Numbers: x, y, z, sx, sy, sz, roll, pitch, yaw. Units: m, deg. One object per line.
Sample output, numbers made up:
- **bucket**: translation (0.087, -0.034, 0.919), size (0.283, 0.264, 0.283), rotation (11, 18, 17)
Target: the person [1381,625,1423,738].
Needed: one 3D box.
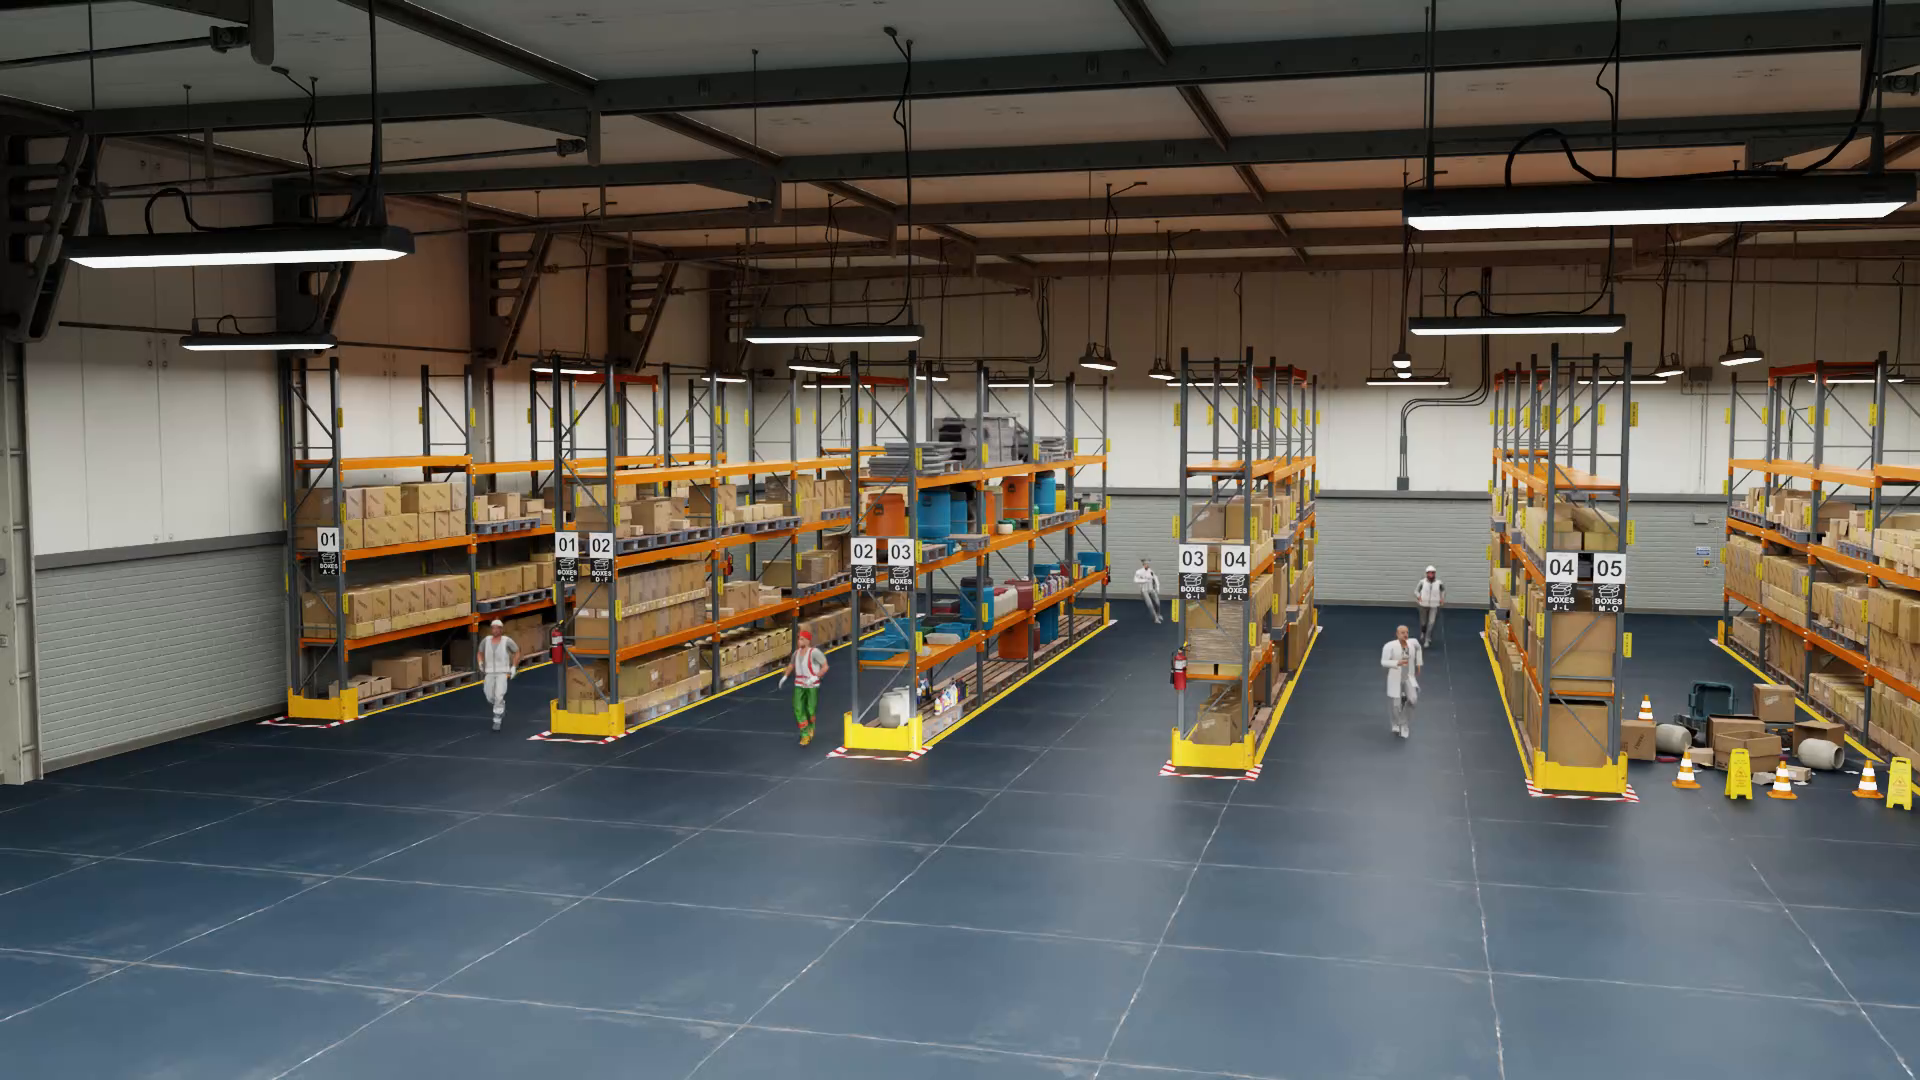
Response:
- **person**: translation (6.930, 2.207, 26.031), size (0.752, 1.768, 0.884), rotation (0, 4, -4)

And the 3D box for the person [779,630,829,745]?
- **person**: translation (-2.439, 2.268, 25.642), size (0.798, 1.748, 0.526), rotation (1, 4, 15)

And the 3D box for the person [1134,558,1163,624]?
- **person**: translation (4.641, 1.229, 40.501), size (0.844, 1.603, 0.543), rotation (-2, 4, -20)

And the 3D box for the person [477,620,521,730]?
- **person**: translation (-7.488, 2.161, 26.945), size (0.697, 1.760, 0.670), rotation (0, 4, 2)

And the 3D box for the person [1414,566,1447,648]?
- **person**: translation (10.297, 1.450, 36.440), size (0.693, 1.764, 0.963), rotation (1, 4, 17)
